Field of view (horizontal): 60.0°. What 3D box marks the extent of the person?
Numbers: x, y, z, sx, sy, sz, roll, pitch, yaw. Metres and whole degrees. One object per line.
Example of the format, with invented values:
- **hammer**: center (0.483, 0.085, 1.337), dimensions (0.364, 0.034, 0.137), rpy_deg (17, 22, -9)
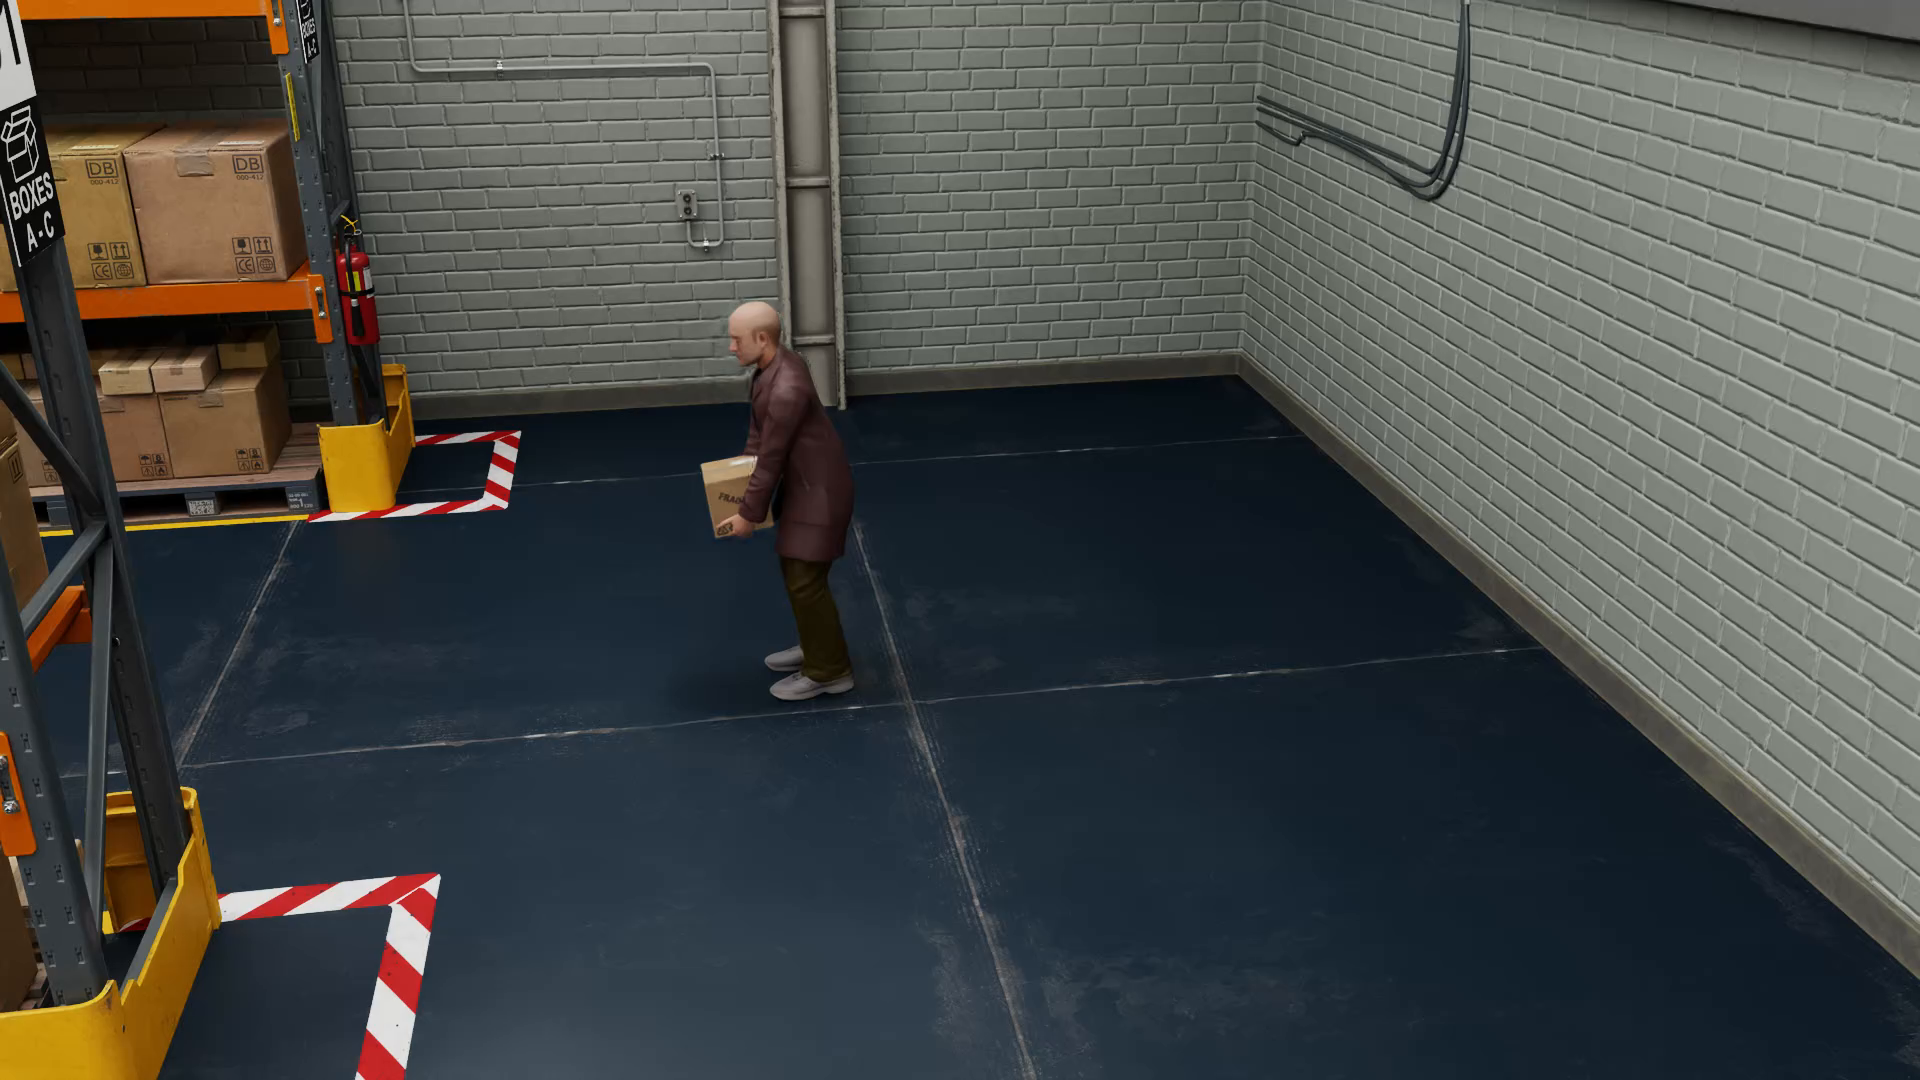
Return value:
- **person**: center (-0.747, -0.171, 7.072), dimensions (0.600, 1.744, 0.534), rpy_deg (-5, 23, -11)
